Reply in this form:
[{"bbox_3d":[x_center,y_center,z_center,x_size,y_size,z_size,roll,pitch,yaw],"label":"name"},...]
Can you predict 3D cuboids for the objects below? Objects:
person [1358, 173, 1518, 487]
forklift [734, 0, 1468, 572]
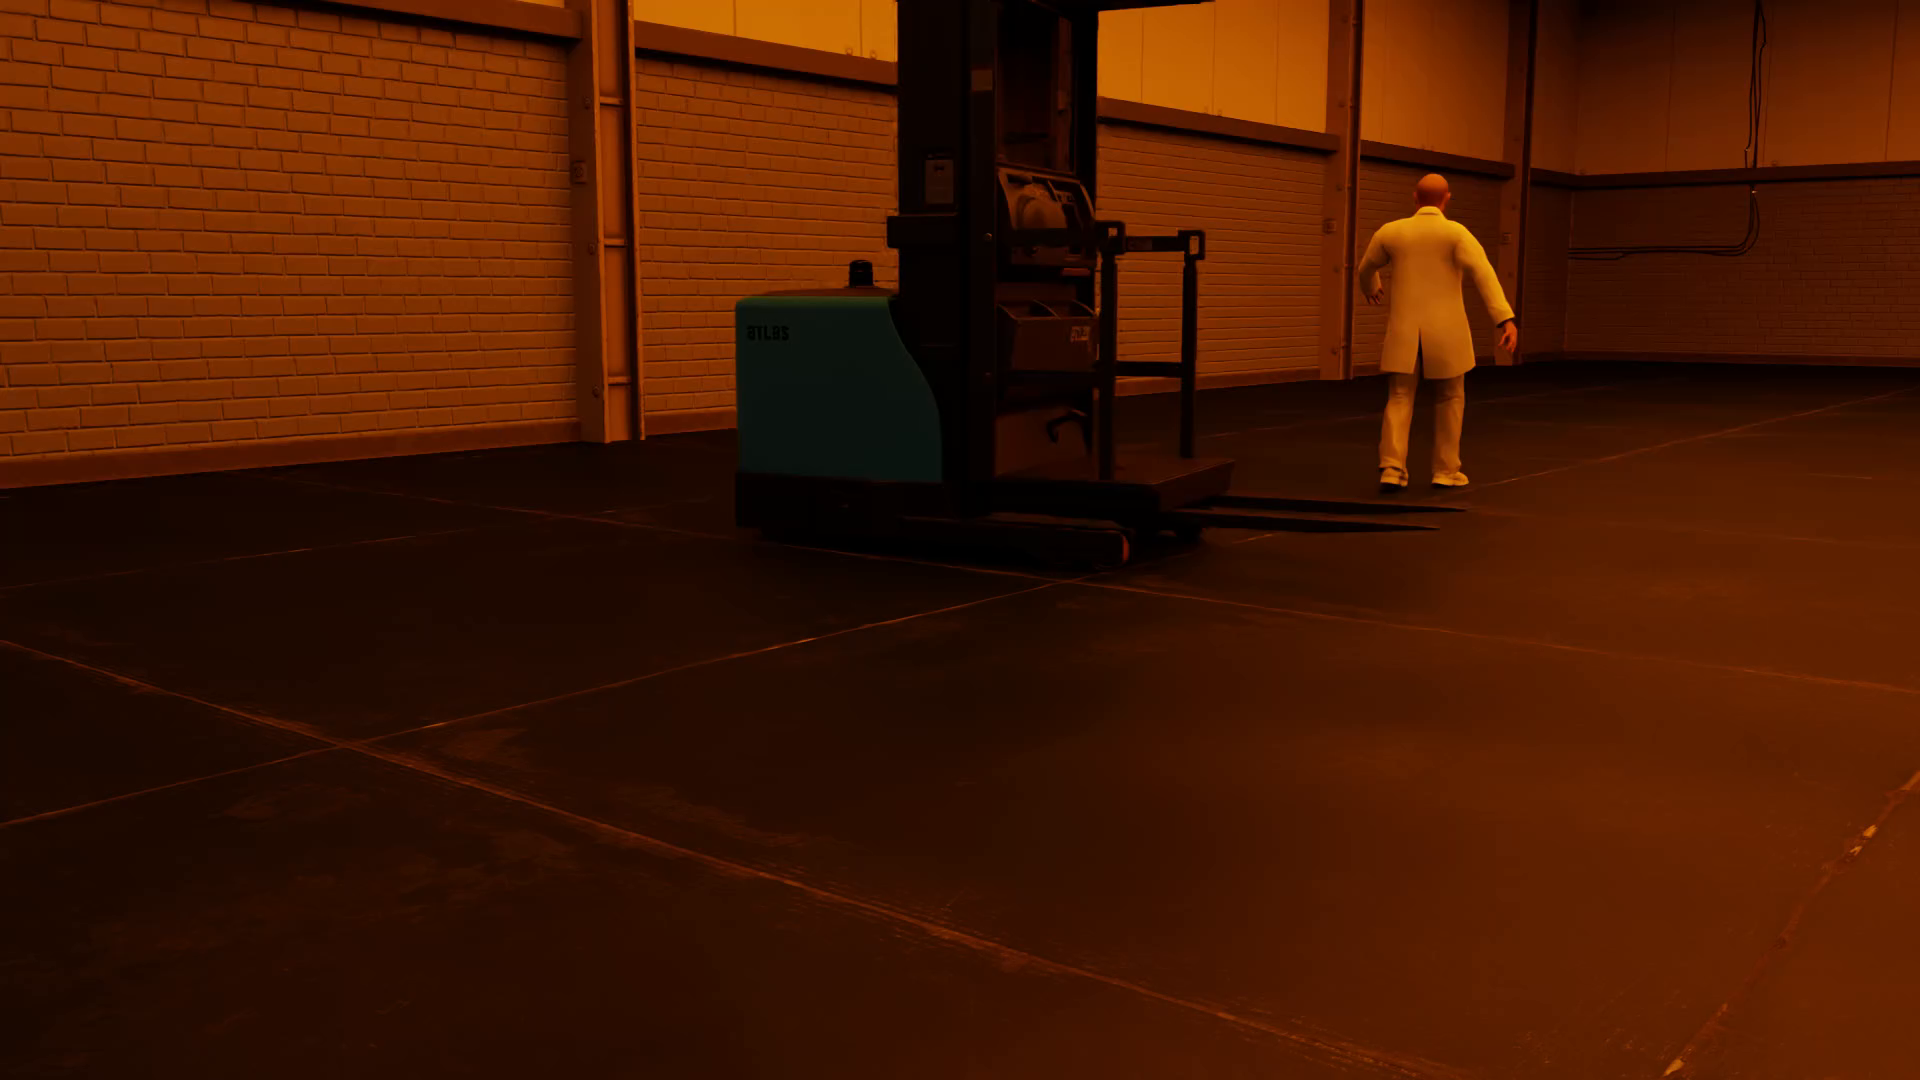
[{"bbox_3d":[2.659,-1.158,9.332,1.016,1.759,0.804,5,10,32],"label":"person"},{"bbox_3d":[0.556,-1.412,6.935,3.031,2.935,1.130,4,9,26],"label":"forklift"}]
